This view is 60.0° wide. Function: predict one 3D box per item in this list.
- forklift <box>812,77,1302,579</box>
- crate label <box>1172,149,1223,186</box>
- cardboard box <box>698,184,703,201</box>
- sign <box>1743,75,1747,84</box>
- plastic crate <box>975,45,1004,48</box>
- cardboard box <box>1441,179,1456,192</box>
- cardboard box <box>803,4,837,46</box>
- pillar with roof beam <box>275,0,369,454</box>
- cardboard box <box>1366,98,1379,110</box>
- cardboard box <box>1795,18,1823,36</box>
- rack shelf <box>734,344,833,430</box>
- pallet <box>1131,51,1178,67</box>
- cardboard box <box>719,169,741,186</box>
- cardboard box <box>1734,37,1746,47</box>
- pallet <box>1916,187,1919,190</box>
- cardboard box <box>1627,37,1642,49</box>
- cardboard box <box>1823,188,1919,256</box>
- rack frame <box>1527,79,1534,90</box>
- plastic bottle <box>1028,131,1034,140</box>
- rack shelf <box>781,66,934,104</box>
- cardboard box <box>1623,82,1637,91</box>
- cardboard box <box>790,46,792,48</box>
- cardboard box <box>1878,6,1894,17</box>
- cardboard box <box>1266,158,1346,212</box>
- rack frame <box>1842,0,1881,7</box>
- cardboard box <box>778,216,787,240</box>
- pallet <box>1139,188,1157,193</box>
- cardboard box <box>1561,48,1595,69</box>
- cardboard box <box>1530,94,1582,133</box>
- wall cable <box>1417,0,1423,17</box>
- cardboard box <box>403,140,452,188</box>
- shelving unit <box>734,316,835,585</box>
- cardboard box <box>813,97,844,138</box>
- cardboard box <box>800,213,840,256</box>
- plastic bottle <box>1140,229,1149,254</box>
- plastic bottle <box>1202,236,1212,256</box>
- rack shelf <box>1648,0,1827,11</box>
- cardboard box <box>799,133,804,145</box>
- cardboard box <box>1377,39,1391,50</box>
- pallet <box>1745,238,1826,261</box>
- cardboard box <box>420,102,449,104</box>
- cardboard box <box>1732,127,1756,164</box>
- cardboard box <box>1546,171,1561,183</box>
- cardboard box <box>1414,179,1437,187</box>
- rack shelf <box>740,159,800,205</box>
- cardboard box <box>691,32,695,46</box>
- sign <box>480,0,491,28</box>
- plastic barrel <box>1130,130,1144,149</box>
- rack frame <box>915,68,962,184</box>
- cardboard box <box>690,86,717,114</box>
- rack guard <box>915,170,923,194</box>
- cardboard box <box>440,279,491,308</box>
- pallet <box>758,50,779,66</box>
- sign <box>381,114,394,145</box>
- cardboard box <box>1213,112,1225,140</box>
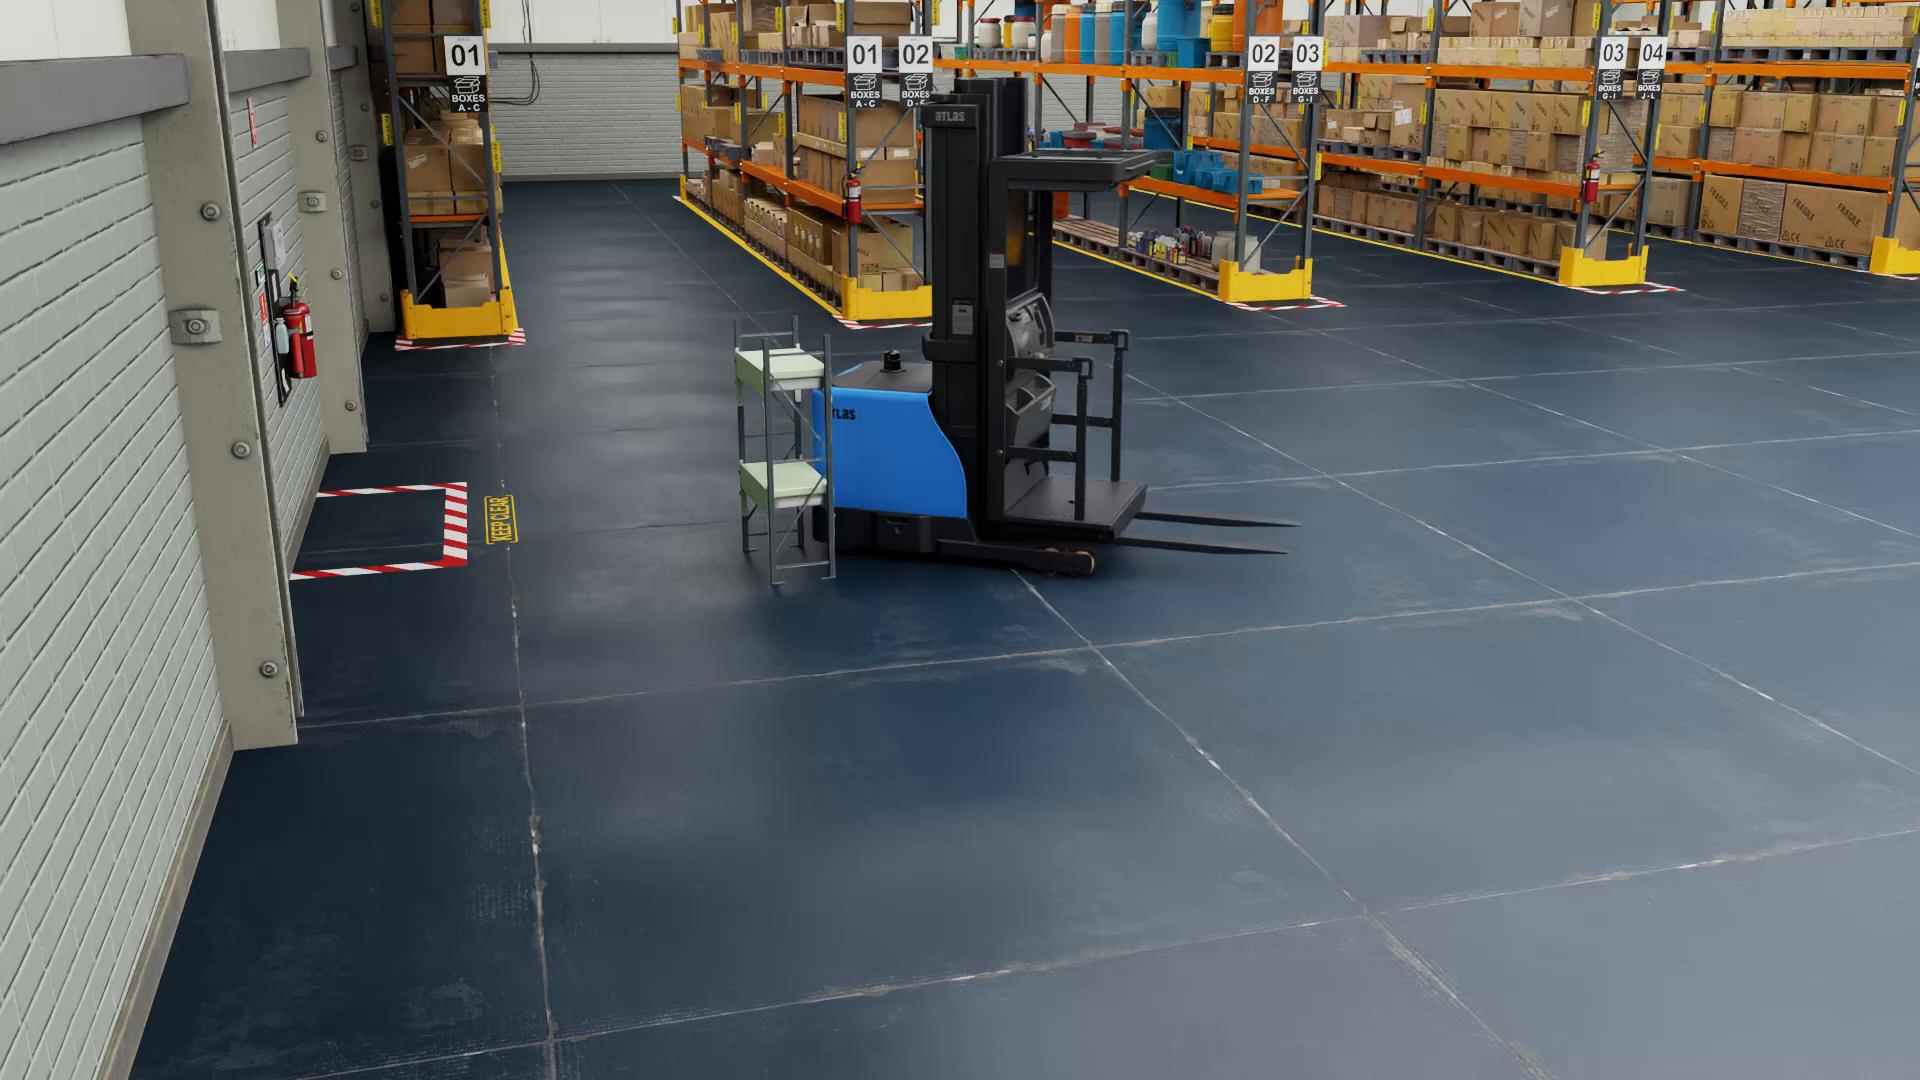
[{"bbox_3d":[0.626,-1.340,10.317,3.031,2.935,1.130,5,18,17],"label":"forklift"},{"bbox_3d":[3.180,-5.007,22.346,0.502,0.435,0.616,-5,17,-15],"label":"crate label"},{"bbox_3d":[-4.751,-6.697,31.942,0.500,0.311,0.500,-5,17,-15],"label":"cardboard box"},{"bbox_3d":[19.151,-11.241,40.599,0.100,0.325,0.005,-5,17,-15],"label":"sign"},{"bbox_3d":[0.571,-9.561,32.581,0.497,0.269,0.590,-5,17,-15],"label":"plastic crate"},{"bbox_3d":[10.156,-7.356,33.843,0.500,0.500,0.500,-4,17,-13],"label":"cardboard box"},{"bbox_3d":[-1.585,-6.507,21.034,0.797,0.503,0.637,-3,17,-9],"label":"cardboard box"},{"bbox_3d":[-0.815,-5.399,13.282,9.100,9.000,0.400,-5,17,-15],"label":"pillar with roof beam"},{"bbox_3d":[9.260,-9.446,36.494,0.500,0.500,0.500,-4,17,-15],"label":"cardboard box"},{"bbox_3d":[12.690,-7.545,24.481,0.500,0.250,0.500,-5,17,-15],"label":"cardboard box"},{"bbox_3d":[-1.081,-0.941,10.120,0.431,0.370,0.720,-6,18,-19],"label":"rack shelf"},{"bbox_3d":[3.139,-6.763,23.368,1.213,0.211,1.003,-5,17,-15],"label":"pallet"},{"bbox_3d":[-3.942,-6.374,29.236,0.500,0.250,0.500,-5,17,-15],"label":"cardboard box"},{"bbox_3d":[12.252,-7.731,25.794,0.380,0.149,0.250,-5,17,-15],"label":"cardboard box"},{"bbox_3d":[20.641,-7.158,34.415,1.003,0.211,1.213,-5,17,-15],"label":"pallet"},{"bbox_3d":[8.855,-6.544,21.879,0.380,0.149,0.250,-5,17,-16],"label":"cardboard box"},{"bbox_3d":[13.255,-4.624,24.096,0.875,0.875,0.875,-5,17,-15],"label":"cardboard box"},{"bbox_3d":[13.840,-10.103,39.373,1.000,3.000,0.127,-5,17,-15],"label":"rack frame"},{"bbox_3d":[1.293,-7.320,30.330,0.097,0.271,0.097,0,17,0],"label":"plastic bottle"},{"bbox_3d":[-1.367,-5.757,20.941,1.077,0.370,4.000,-5,17,-15],"label":"rack shelf"},{"bbox_3d":[14.544,-9.632,35.894,0.500,0.500,0.500,-5,17,-16],"label":"cardboard box"},{"bbox_3d":[-2.230,-7.107,23.716,0.500,0.250,0.500,-6,18,-21],"label":"cardboard box"},{"bbox_3d":[13.019,-7.341,23.110,0.380,0.149,0.250,-5,17,-15],"label":"cardboard box"},{"bbox_3d":[6.340,-6.483,30.284,1.225,0.875,0.875,-6,18,-18],"label":"cardboard box"},{"bbox_3d":[19.711,-12.264,36.137,1.000,3.000,0.127,-5,17,-15],"label":"rack frame"},{"bbox_3d":[-2.304,-4.461,23.663,0.500,0.311,0.500,-5,17,-15],"label":"cardboard box"},{"bbox_3d":[4.606,-7.769,36.450,1.003,0.211,1.213,-5,17,-15],"label":"pallet"},{"bbox_3d":[8.332,-6.372,21.999,0.500,0.250,0.500,-4,17,-14],"label":"cardboard box"},{"bbox_3d":[8.177,-5.834,22.731,0.500,0.500,0.500,-5,17,-15],"label":"cardboard box"},{"bbox_3d":[12.006,-14.528,43.674,0.463,3.000,0.029,-5,17,-15],"label":"wall cable"},{"bbox_3d":[-6.042,-4.270,18.875,0.500,0.500,0.500,-4,17,-15],"label":"cardboard box"},{"bbox_3d":[-1.081,-0.567,10.232,0.431,1.500,0.755,-6,18,-19],"label":"shelving unit"},{"bbox_3d":[-1.511,-5.487,21.577,0.700,0.500,0.500,-5,17,-15],"label":"cardboard box"},{"bbox_3d":[-1.815,-4.032,21.908,0.500,0.500,0.500,-5,17,-15],"label":"cardboard box"},{"bbox_3d":[2.670,-4.295,23.876,0.144,0.351,0.185,-4,17,-14],"label":"plastic bottle"},{"bbox_3d":[3.484,-4.172,23.598,0.152,0.276,0.135,-4,17,-14],"label":"plastic bottle"},{"bbox_3d":[15.489,-10.781,33.146,1.077,0.370,4.000,-5,17,-15],"label":"rack shelf"},{"bbox_3d":[-1.960,-5.418,22.474,0.380,0.149,0.250,-4,17,-14],"label":"cardboard box"},{"bbox_3d":[6.998,-8.037,26.957,0.380,0.166,0.250,-5,17,-17],"label":"cardboard box"},{"bbox_3d":[12.879,-4.475,25.482,1.003,0.211,1.213,-5,17,-15],"label":"pallet"},{"bbox_3d":[-8.291,-6.740,26.146,0.500,0.250,0.500,-5,18,-17],"label":"cardboard box"},{"bbox_3d":[12.692,-6.185,26.069,0.875,0.550,0.550,-5,17,-15],"label":"cardboard box"},{"bbox_3d":[8.245,-4.971,22.723,0.380,0.149,0.250,-5,17,-15],"label":"cardboard box"},{"bbox_3d":[9.772,-7.495,34.915,0.380,0.149,0.250,-4,17,-15],"label":"cardboard box"},{"bbox_3d":[-2.466,-5.427,25.056,1.077,0.370,4.000,-5,17,-15],"label":"rack shelf"},{"bbox_3d":[-4.779,-9.426,31.295,0.500,0.250,0.500,-5,17,-15],"label":"cardboard box"},{"bbox_3d":[-5.058,-5.618,17.706,0.100,0.325,0.005,-5,17,-15],"label":"sign"},{"bbox_3d":[2.795,-5.956,25.330,0.433,0.535,0.433,0,17,0],"label":"plastic barrel"},{"bbox_3d":[-0.451,-8.928,35.461,1.000,3.000,0.127,-5,17,-15],"label":"rack frame"},{"bbox_3d":[-4.922,-8.498,32.116,0.500,0.500,0.500,-5,17,-16],"label":"cardboard box"},{"bbox_3d":[-0.470,-7.737,35.840,1.175,0.500,0.348,-5,17,-15],"label":"rack guard"},{"bbox_3d":[-5.683,-2.841,19.105,0.500,0.311,0.500,-7,18,-22],"label":"cardboard box"},{"bbox_3d":[-2.433,-7.181,24.760,1.003,0.211,1.213,-4,17,-13],"label":"pallet"},{"bbox_3d":[-6.118,-4.387,17.781,0.100,0.325,0.005,-5,17,-15],"label":"sign"},{"bbox_3d":[5.297,-8.114,32.578,0.500,0.500,0.500,-5,17,-15],"label":"cardboard box"}]
